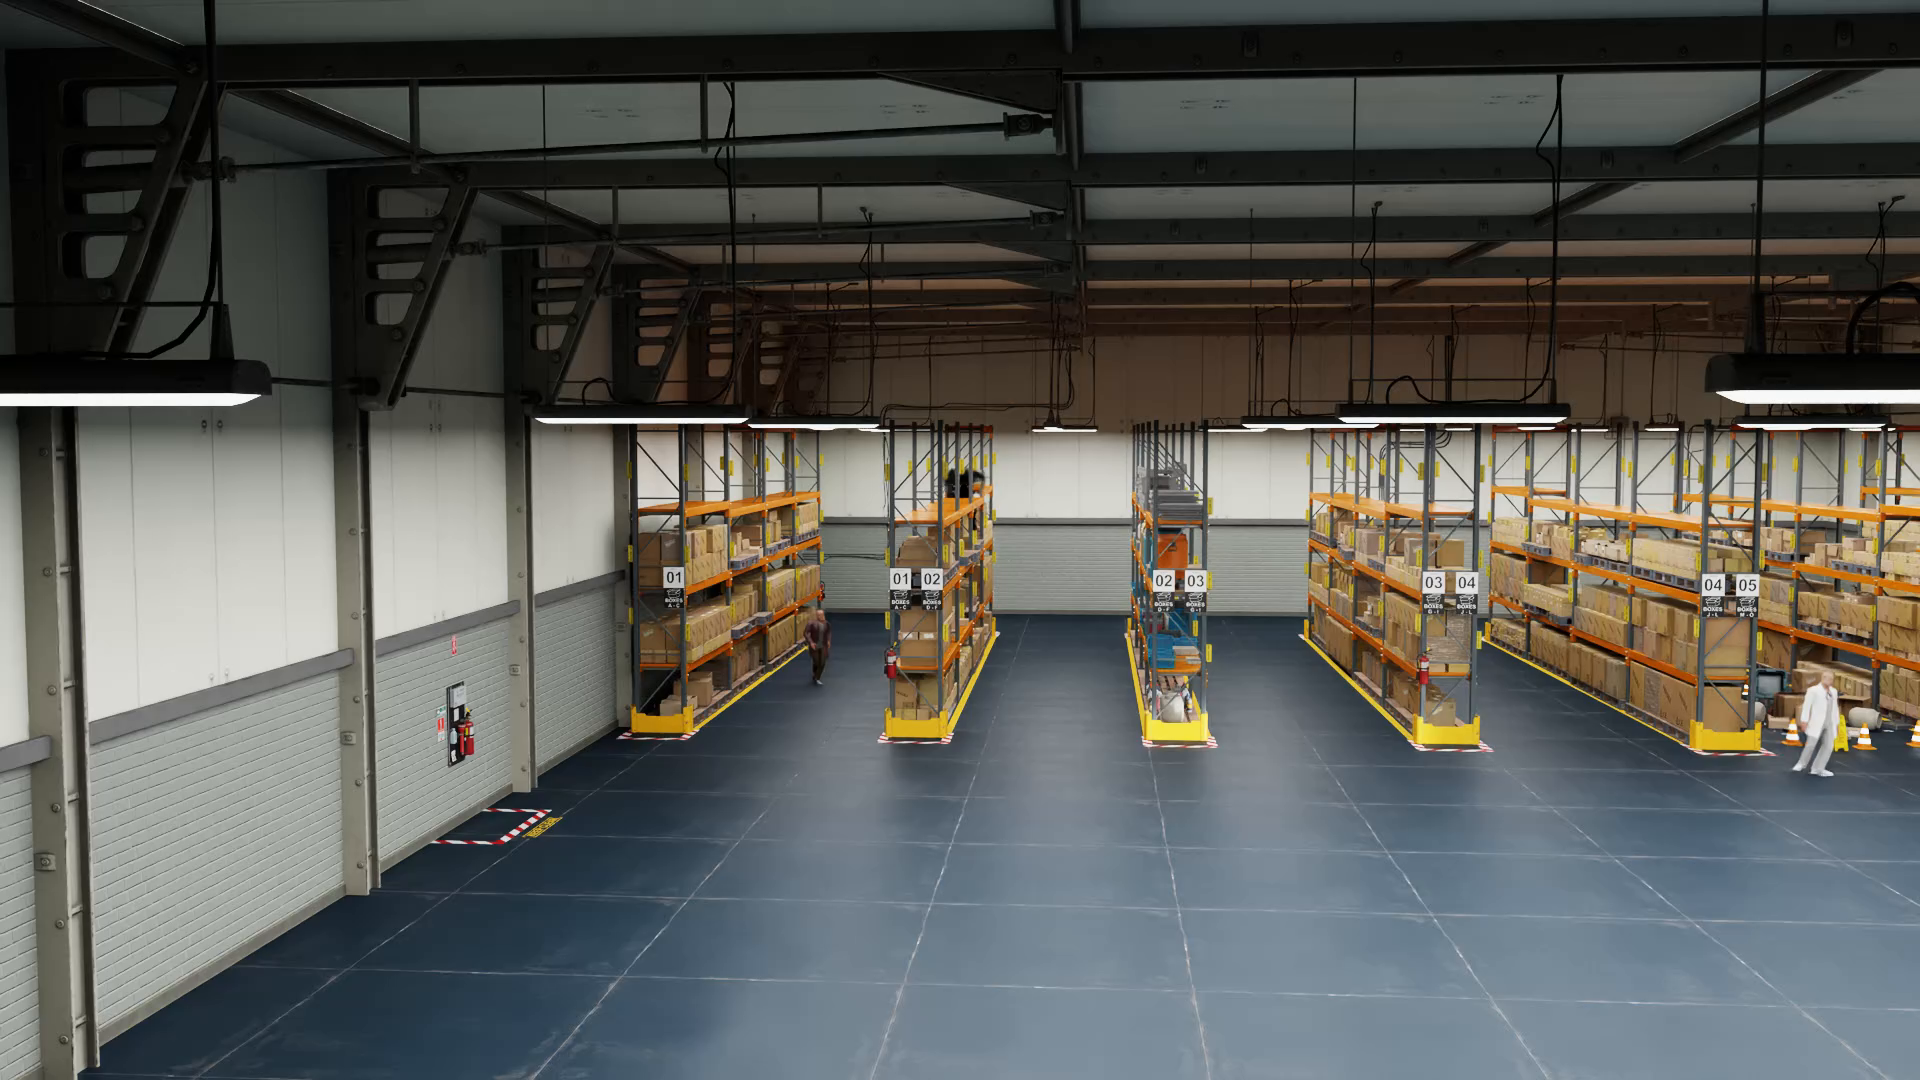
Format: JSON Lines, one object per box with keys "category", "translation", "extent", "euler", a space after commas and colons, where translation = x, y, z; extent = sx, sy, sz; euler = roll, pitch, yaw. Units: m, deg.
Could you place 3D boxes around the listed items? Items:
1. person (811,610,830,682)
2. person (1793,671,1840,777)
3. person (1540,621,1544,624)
{"category": "person", "translation": [-3.266, 2.462, 38.200], "extent": [0.659, 1.566, 0.564], "euler": [-1, 4, -19]}
{"category": "person", "translation": [14.387, 3.135, 27.922], "extent": [0.710, 1.635, 0.538], "euler": [-1, 4, -11]}
{"category": "person", "translation": [16.731, 1.760, 48.454], "extent": [0.844, 1.816, 0.632], "euler": [-2, 4, -32]}
